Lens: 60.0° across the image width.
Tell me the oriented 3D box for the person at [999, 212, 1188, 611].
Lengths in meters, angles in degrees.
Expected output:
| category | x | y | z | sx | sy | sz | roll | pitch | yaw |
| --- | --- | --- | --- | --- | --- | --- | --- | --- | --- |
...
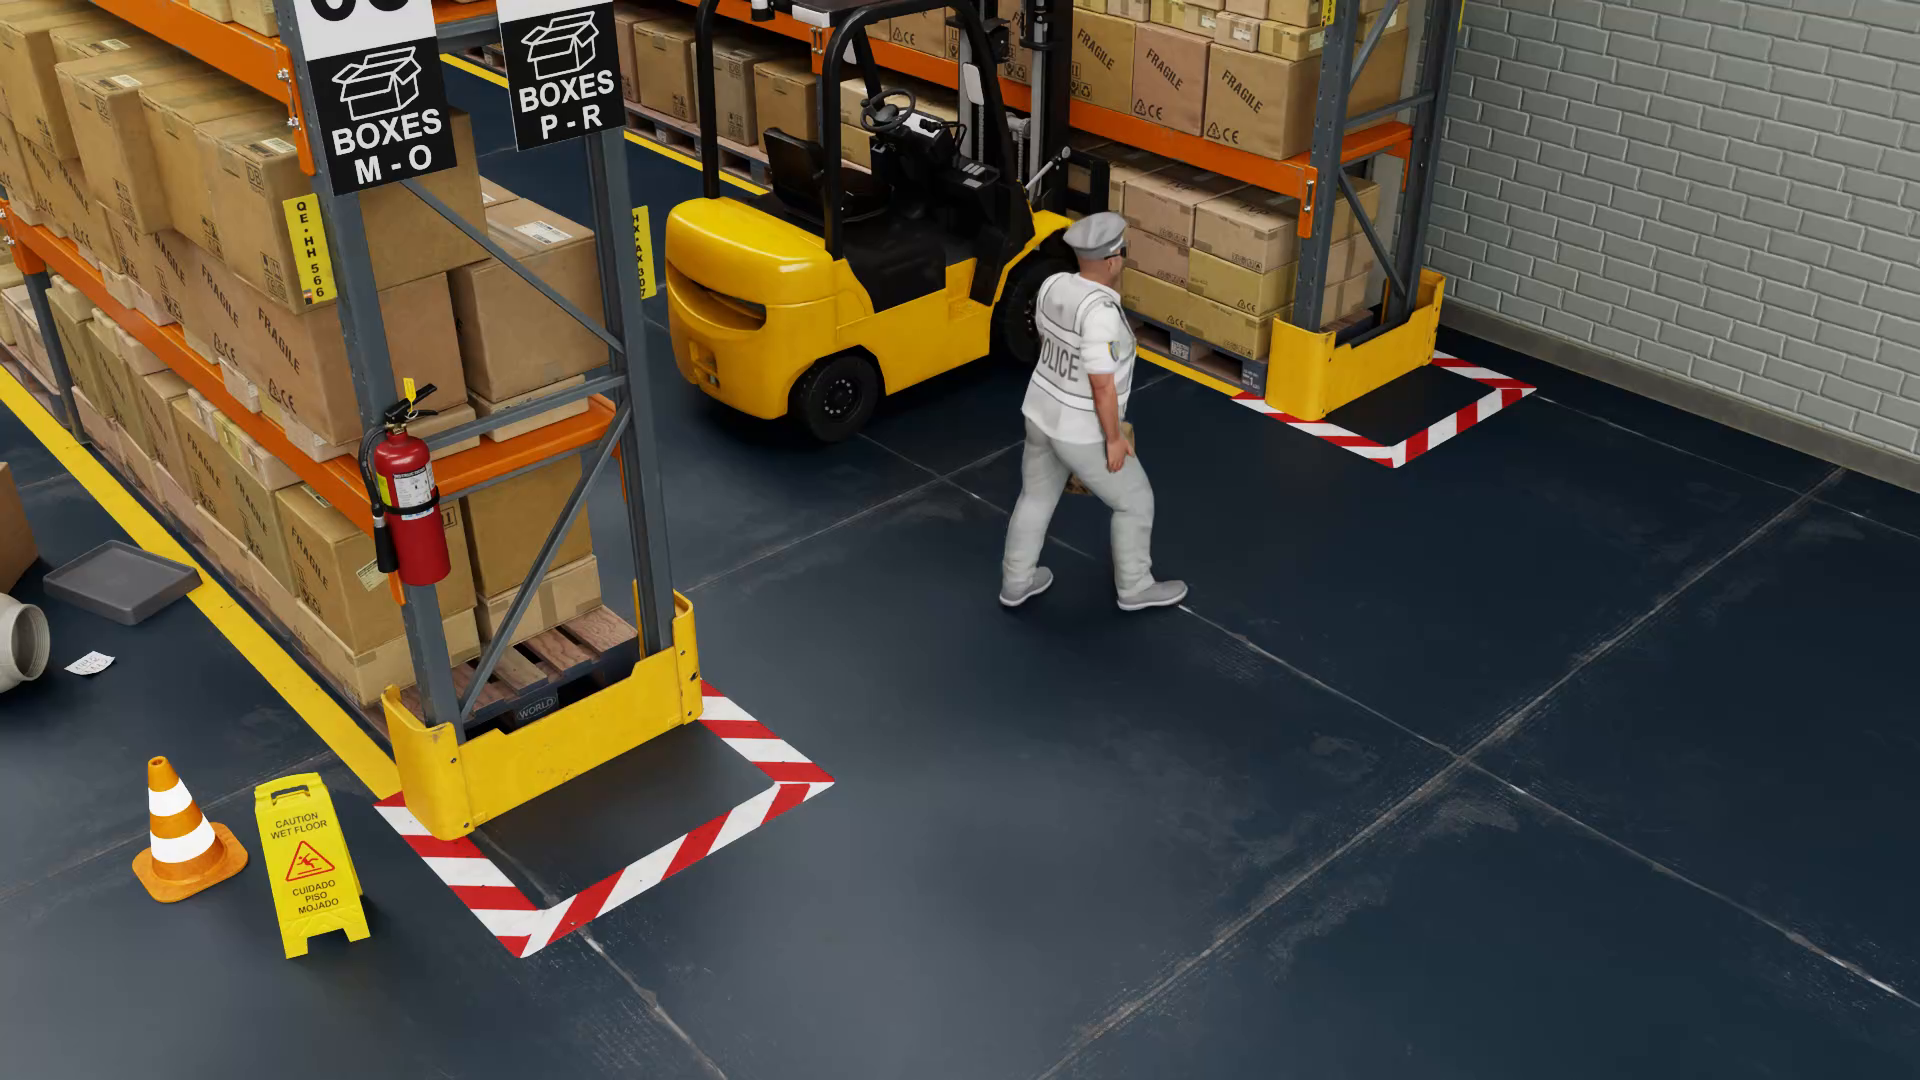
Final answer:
| category | x | y | z | sx | sy | sz | roll | pitch | yaw |
| --- | --- | --- | --- | --- | --- | --- | --- | --- | --- |
| person | 0.541 | -0.509 | 6.961 | 0.735 | 1.736 | 0.667 | -18 | 36 | -27 |
